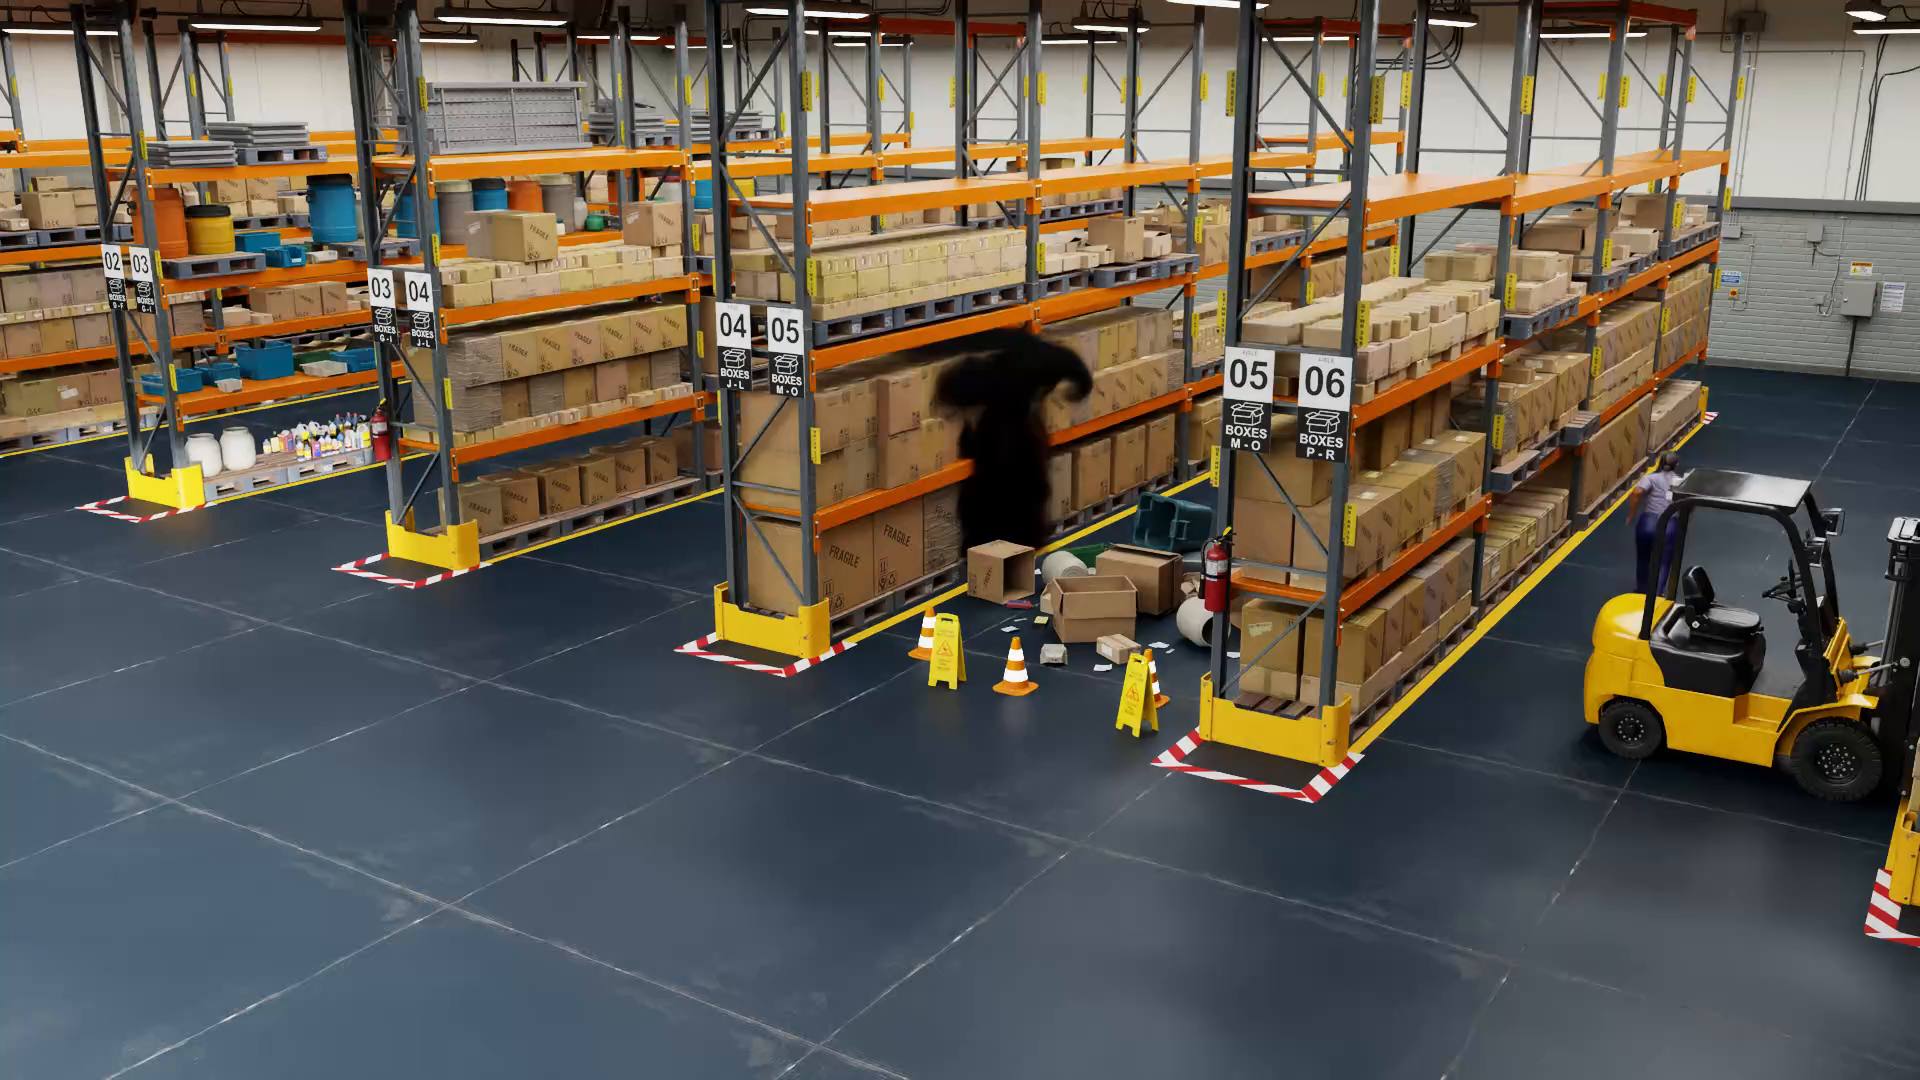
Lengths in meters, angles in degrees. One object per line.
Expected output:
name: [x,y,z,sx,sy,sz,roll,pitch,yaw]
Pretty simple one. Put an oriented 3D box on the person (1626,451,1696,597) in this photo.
person: [6.871,-0.044,16.368,0.607,1.637,0.958,8,17,26]
